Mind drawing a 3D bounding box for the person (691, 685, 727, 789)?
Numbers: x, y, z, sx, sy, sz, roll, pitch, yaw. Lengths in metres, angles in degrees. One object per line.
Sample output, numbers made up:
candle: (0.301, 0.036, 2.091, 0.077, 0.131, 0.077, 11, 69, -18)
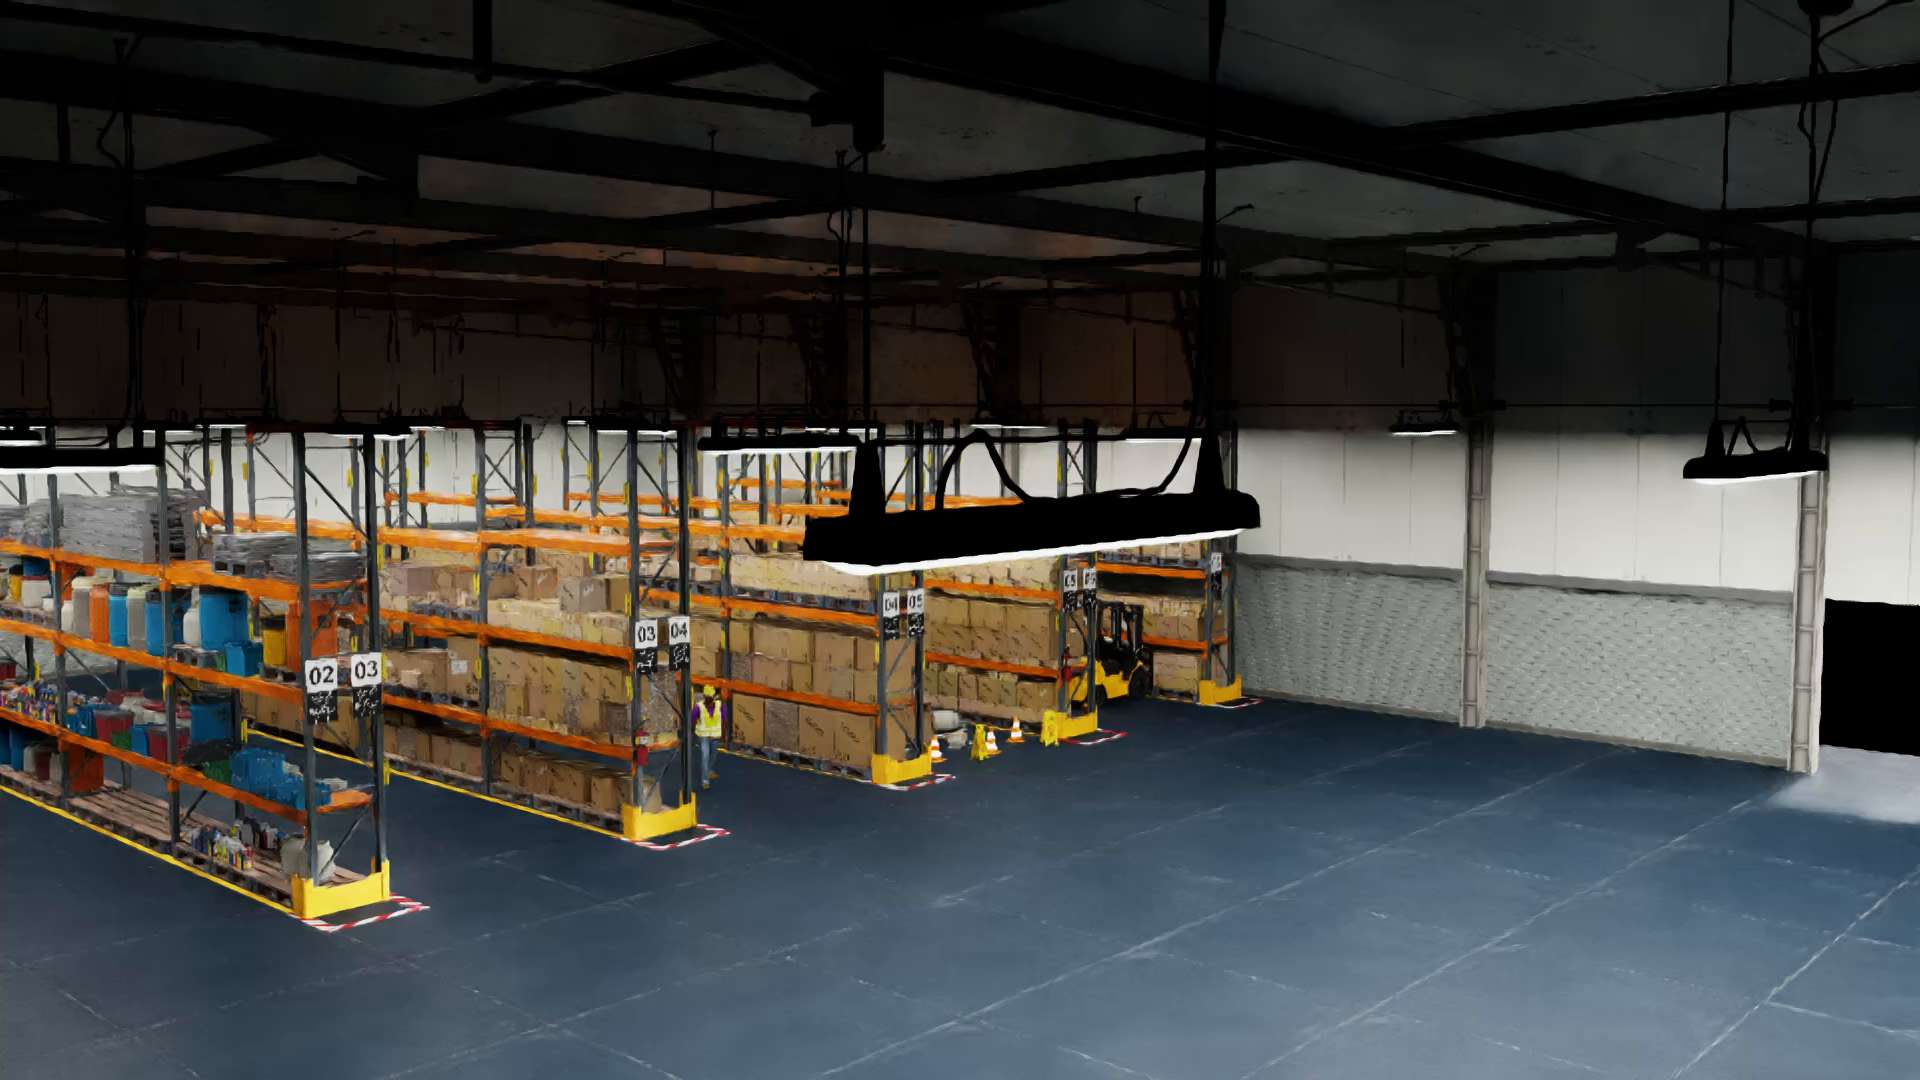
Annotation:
person: (-4.172, 3.231, 27.572, 0.618, 1.712, 0.963, -2, 5, -27)

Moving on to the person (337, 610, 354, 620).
person: (-14.303, 2.320, 38.641, 0.617, 1.711, 0.774, -2, 5, -22)
